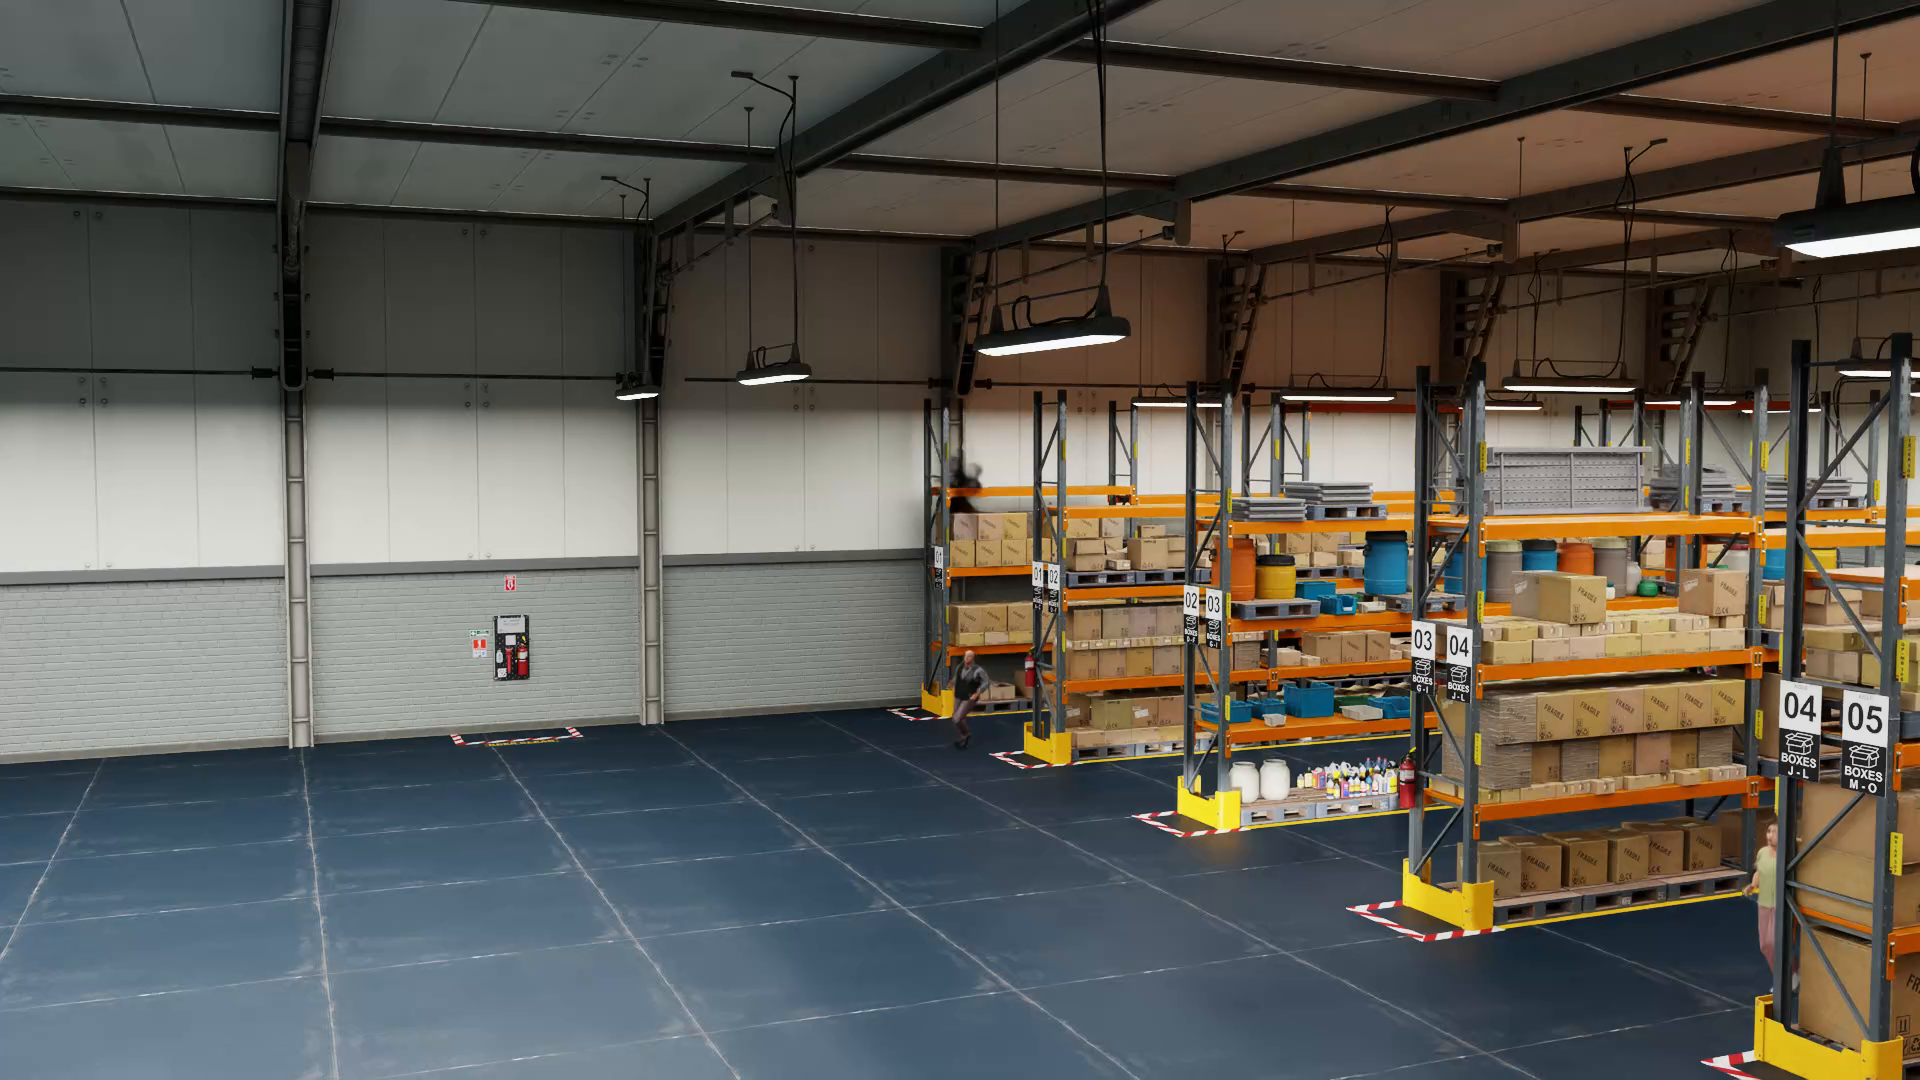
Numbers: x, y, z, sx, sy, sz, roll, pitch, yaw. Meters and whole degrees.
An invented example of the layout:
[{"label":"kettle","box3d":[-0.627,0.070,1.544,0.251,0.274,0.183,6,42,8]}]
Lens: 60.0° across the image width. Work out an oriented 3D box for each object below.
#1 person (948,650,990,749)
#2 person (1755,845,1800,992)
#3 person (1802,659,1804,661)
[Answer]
[{"label":"person","box3d":[0.096,2.686,27.954,0.665,1.678,0.619,3,5,44]},{"label":"person","box3d":[7.611,3.551,15.538,0.505,1.376,0.529,-2,4,-28]},{"label":"person","box3d":[15.857,2.525,31.122,0.906,1.657,0.575,-2,4,-31]}]
